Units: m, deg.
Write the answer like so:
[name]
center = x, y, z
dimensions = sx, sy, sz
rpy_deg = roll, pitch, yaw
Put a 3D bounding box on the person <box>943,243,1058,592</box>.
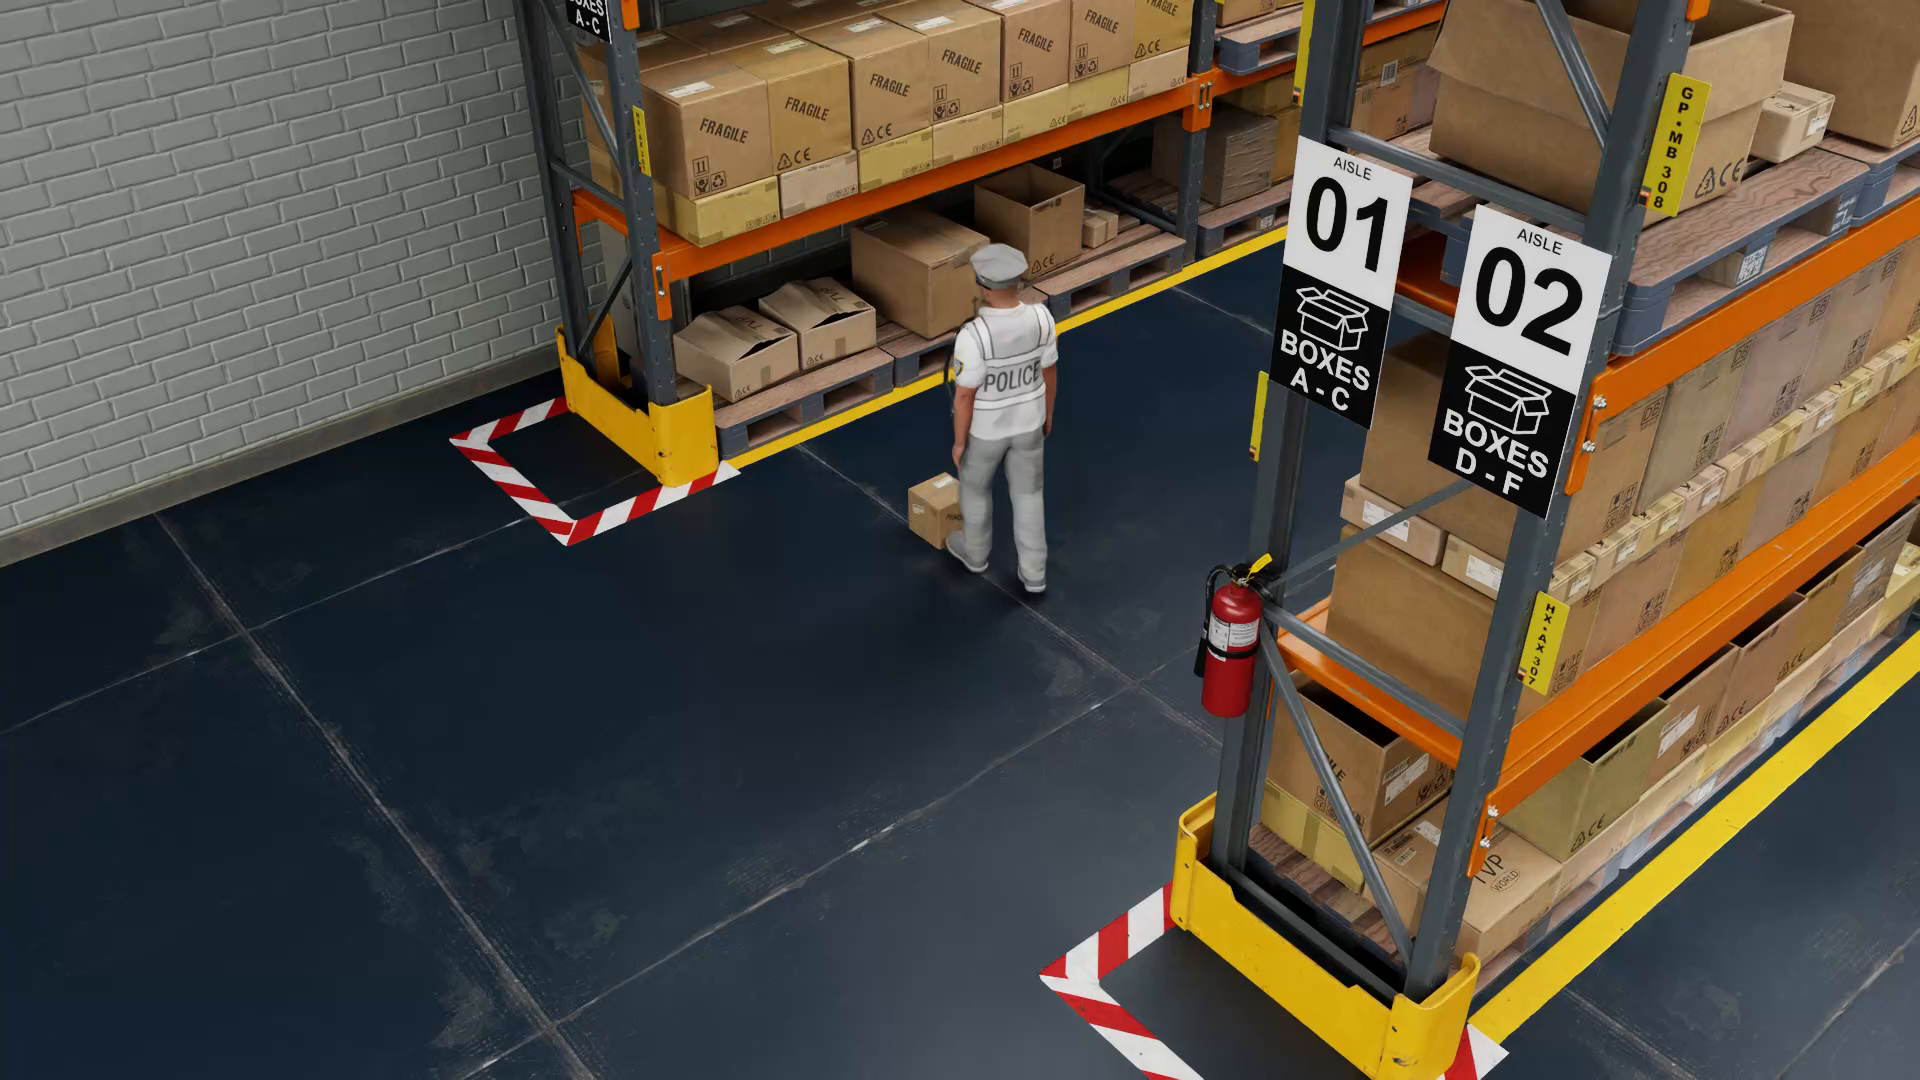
[person]
center = 0.190, -0.563, 7.840
dimensions = 0.553, 1.755, 0.667
rpy_deg = -14, 38, -19
